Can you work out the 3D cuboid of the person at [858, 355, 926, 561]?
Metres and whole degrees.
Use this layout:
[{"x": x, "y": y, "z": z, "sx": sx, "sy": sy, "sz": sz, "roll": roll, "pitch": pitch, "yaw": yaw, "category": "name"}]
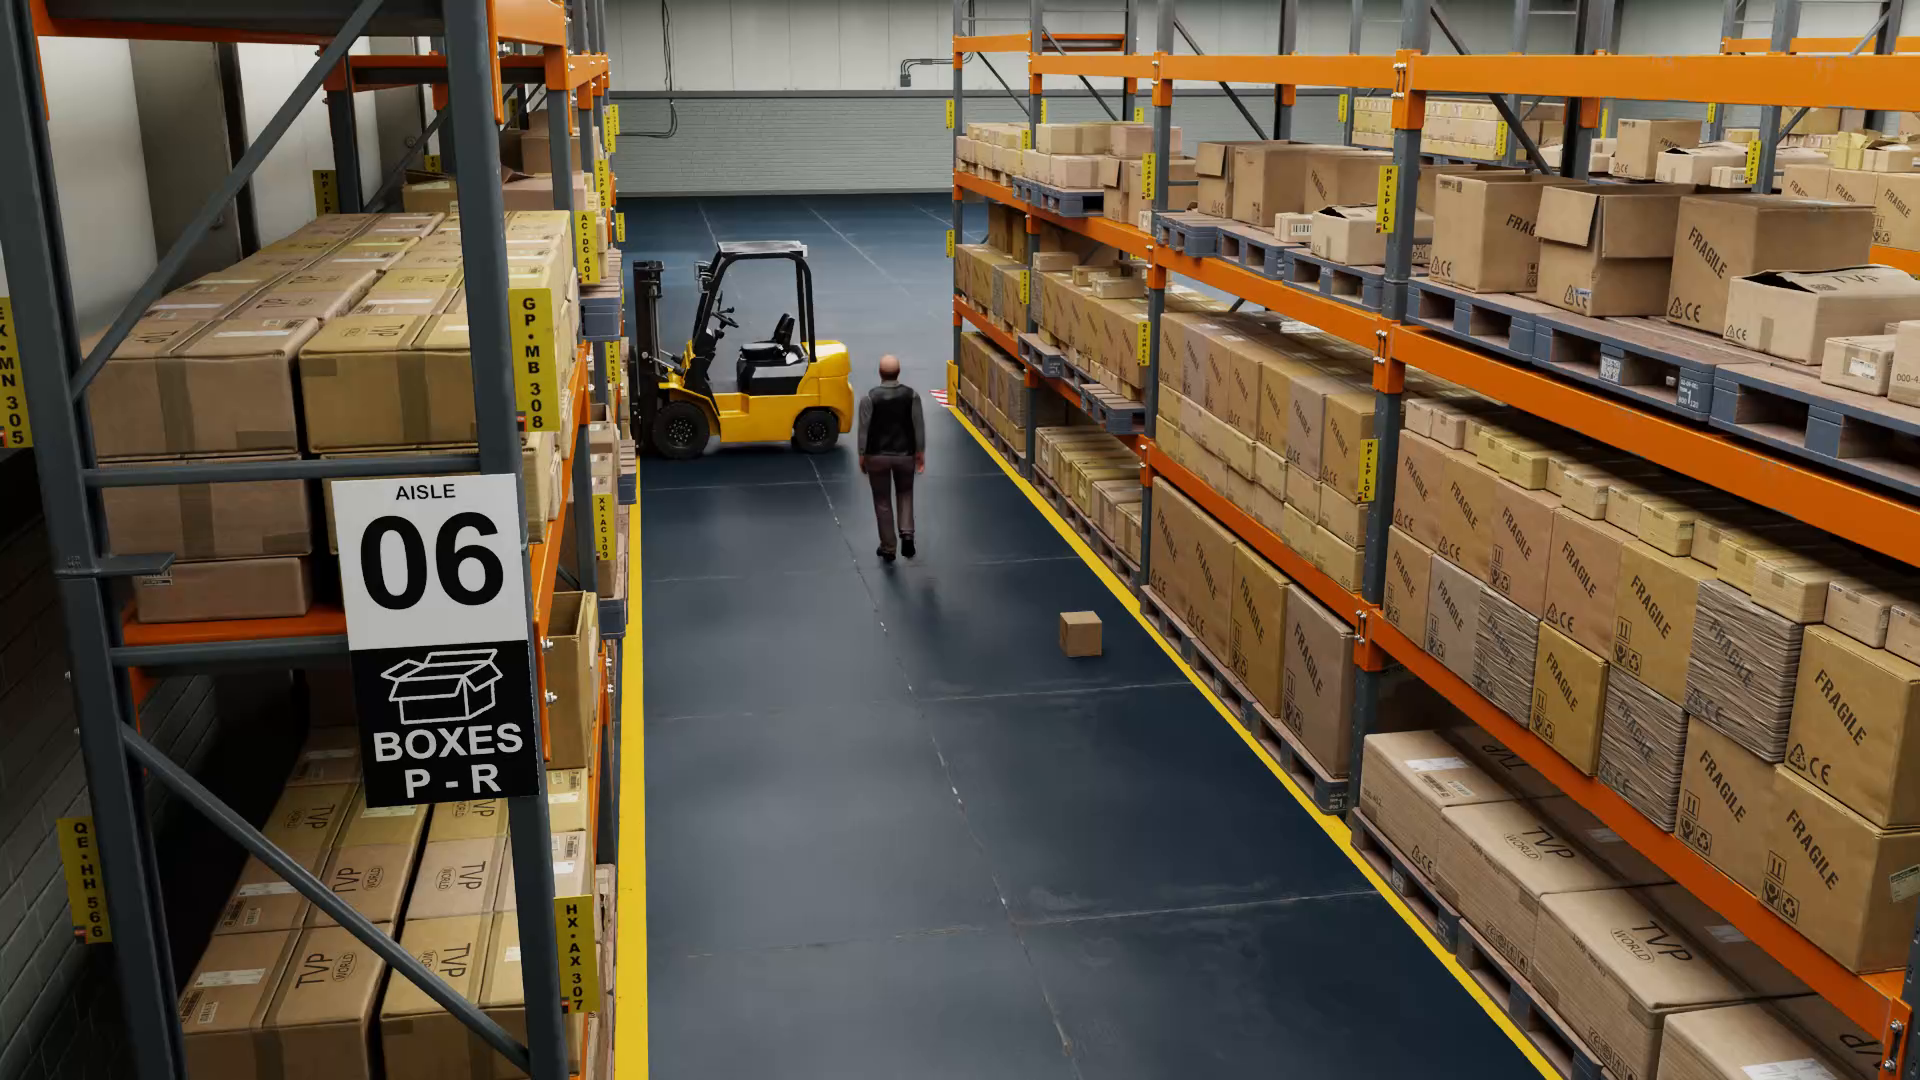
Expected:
[{"x": -0.579, "y": -0.682, "z": 13.899, "sx": 0.562, "sy": 1.750, "sz": 0.451, "roll": -4, "pitch": 17, "yaw": -15, "category": "person"}]
